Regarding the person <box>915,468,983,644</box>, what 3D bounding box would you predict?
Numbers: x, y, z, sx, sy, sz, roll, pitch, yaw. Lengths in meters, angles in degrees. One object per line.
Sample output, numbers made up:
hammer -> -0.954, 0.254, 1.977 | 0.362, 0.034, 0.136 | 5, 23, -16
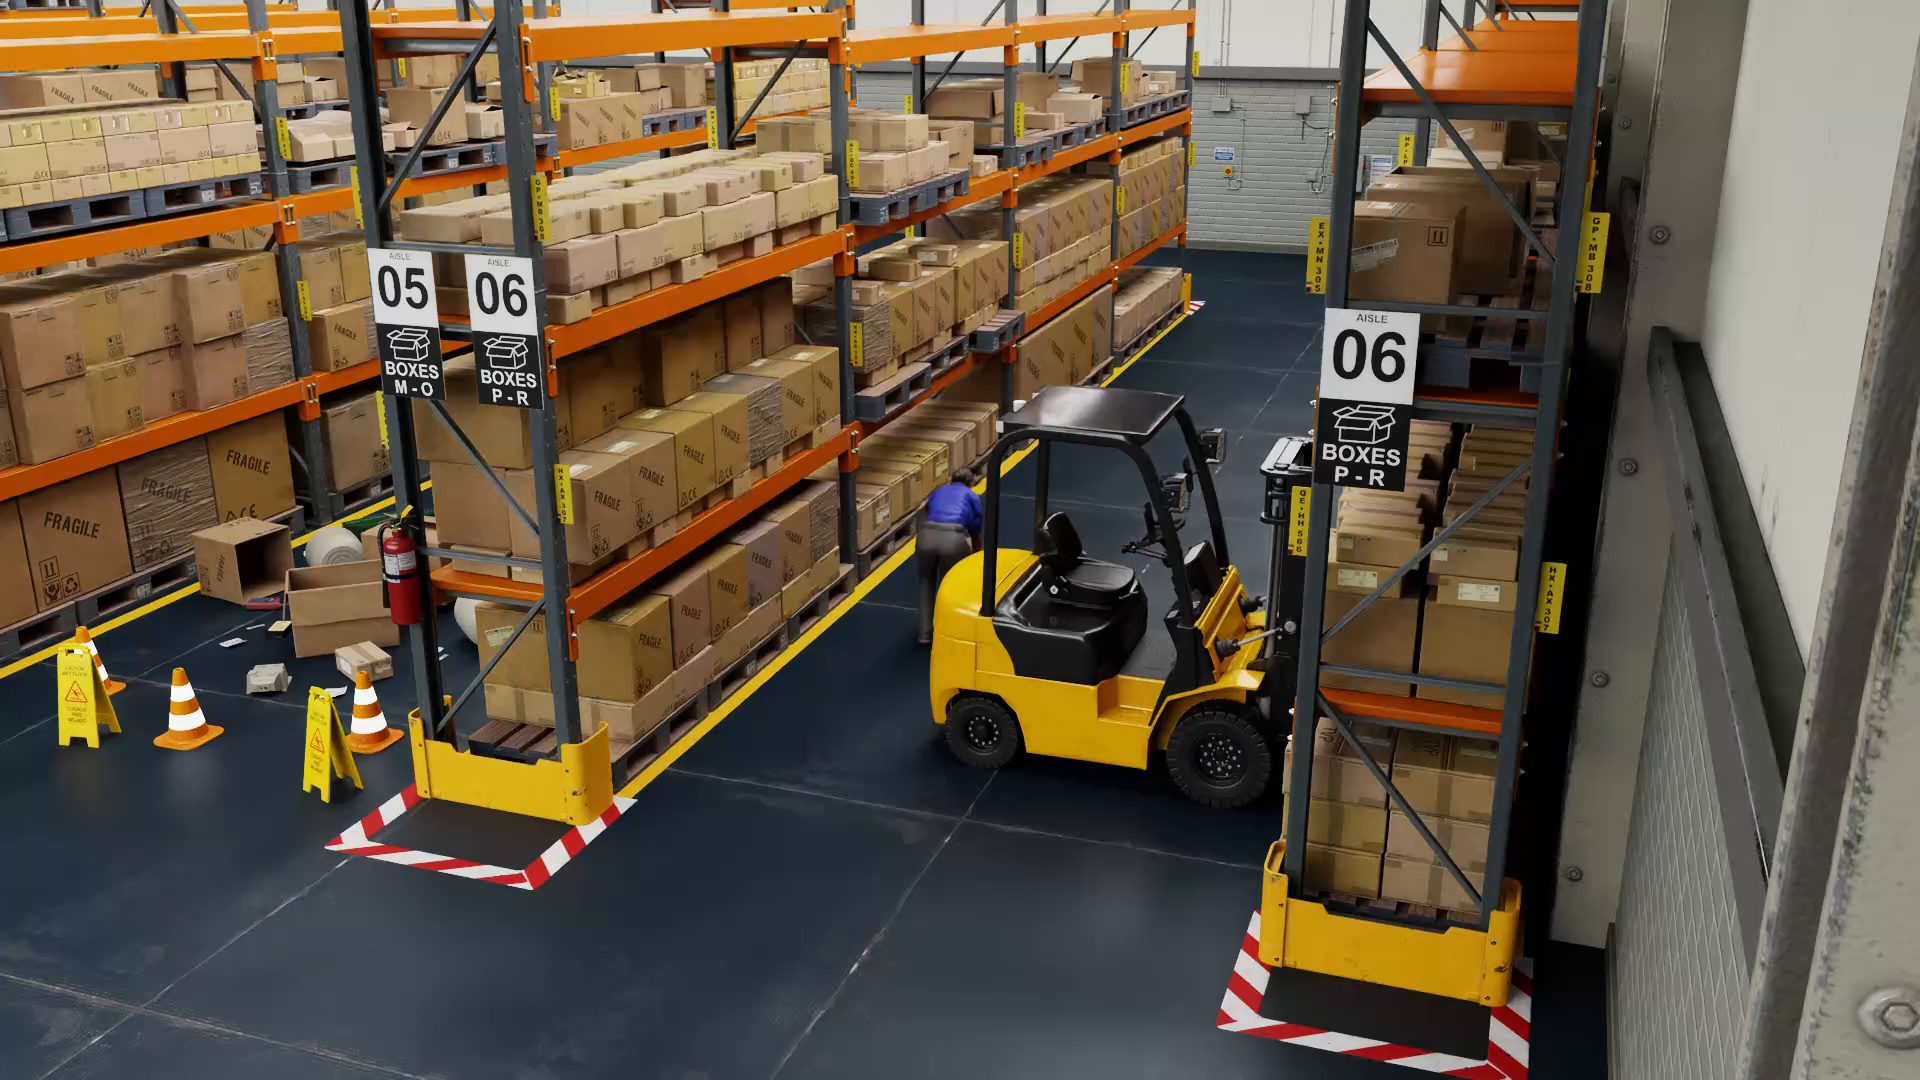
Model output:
person -> -0.059, 0.127, 11.989 | 0.444, 1.153, 0.840 | 5, 19, 15
